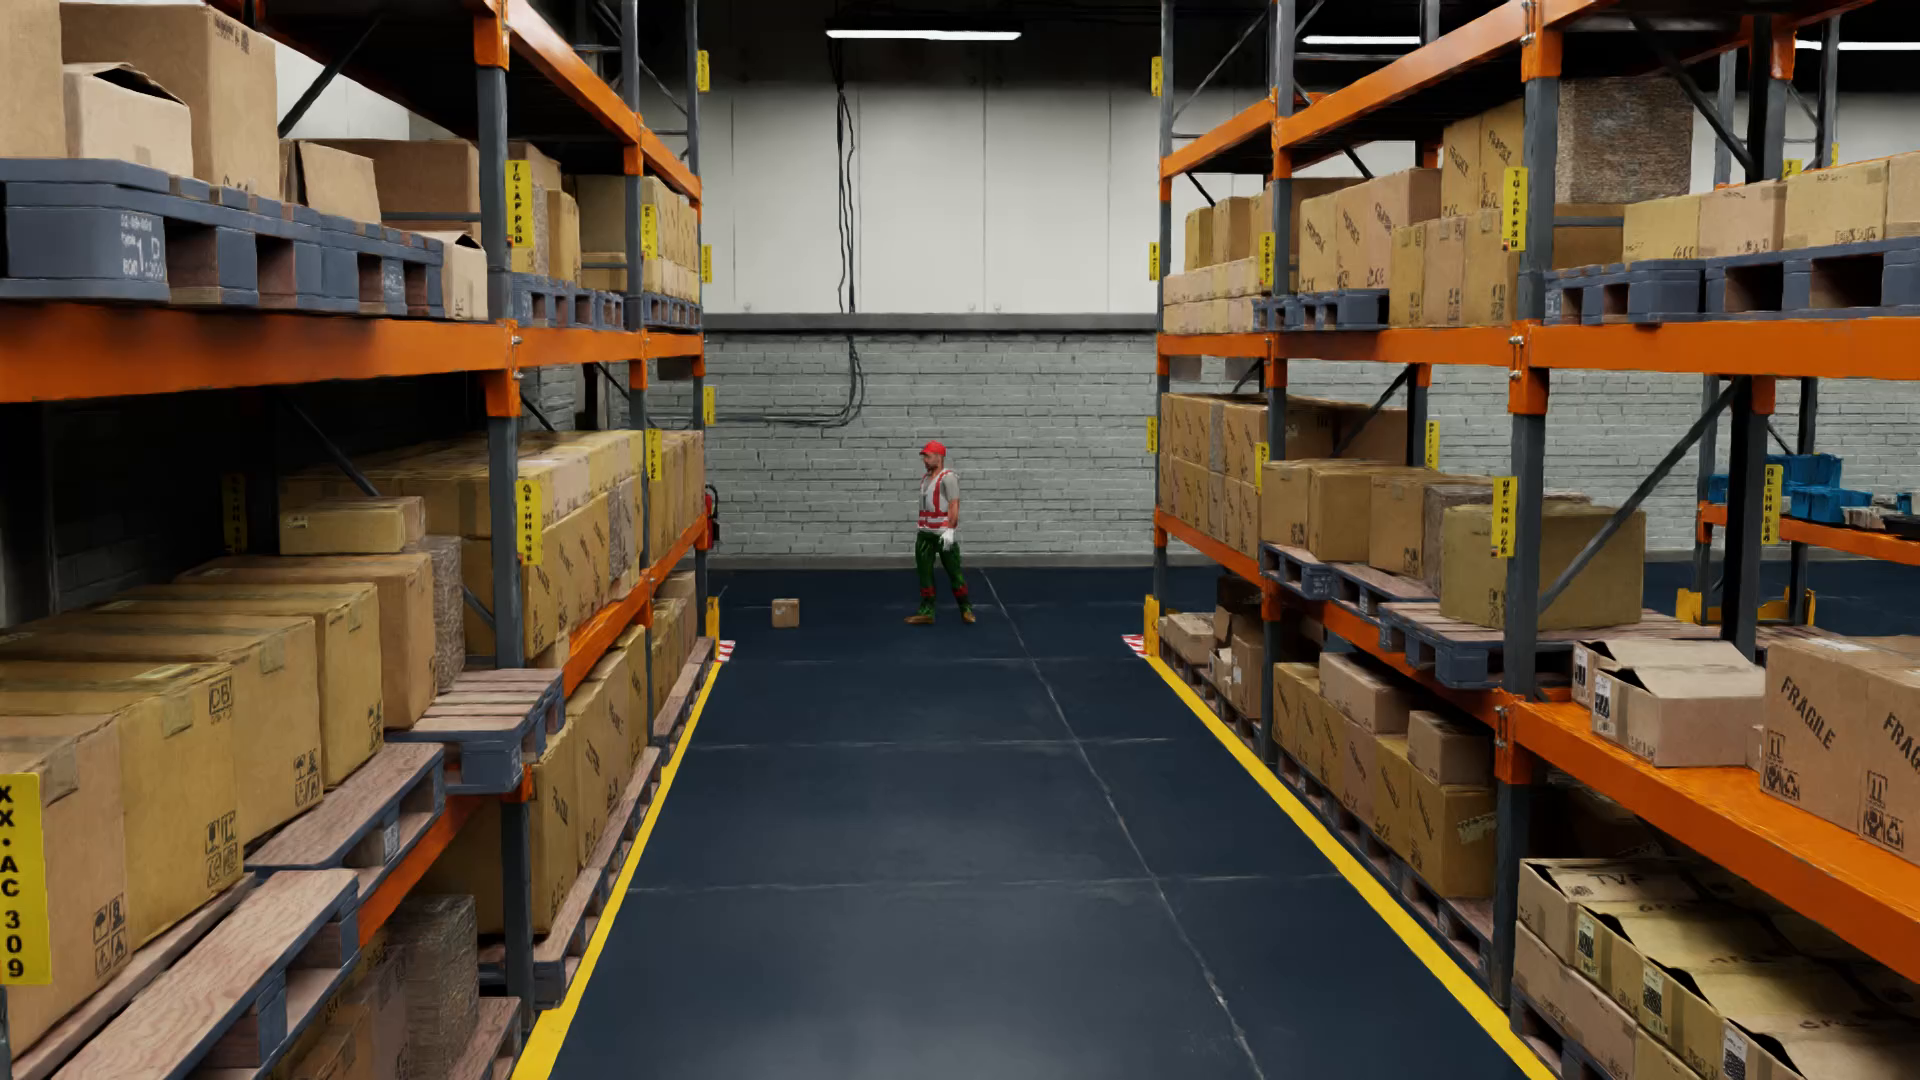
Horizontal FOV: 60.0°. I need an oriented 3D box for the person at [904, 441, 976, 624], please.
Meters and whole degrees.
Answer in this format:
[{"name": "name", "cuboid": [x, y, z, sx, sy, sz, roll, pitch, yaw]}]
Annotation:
[{"name": "person", "cuboid": [-0.196, -0.072, 16.248, 0.586, 1.786, 0.683, -7, 9, -44]}]
